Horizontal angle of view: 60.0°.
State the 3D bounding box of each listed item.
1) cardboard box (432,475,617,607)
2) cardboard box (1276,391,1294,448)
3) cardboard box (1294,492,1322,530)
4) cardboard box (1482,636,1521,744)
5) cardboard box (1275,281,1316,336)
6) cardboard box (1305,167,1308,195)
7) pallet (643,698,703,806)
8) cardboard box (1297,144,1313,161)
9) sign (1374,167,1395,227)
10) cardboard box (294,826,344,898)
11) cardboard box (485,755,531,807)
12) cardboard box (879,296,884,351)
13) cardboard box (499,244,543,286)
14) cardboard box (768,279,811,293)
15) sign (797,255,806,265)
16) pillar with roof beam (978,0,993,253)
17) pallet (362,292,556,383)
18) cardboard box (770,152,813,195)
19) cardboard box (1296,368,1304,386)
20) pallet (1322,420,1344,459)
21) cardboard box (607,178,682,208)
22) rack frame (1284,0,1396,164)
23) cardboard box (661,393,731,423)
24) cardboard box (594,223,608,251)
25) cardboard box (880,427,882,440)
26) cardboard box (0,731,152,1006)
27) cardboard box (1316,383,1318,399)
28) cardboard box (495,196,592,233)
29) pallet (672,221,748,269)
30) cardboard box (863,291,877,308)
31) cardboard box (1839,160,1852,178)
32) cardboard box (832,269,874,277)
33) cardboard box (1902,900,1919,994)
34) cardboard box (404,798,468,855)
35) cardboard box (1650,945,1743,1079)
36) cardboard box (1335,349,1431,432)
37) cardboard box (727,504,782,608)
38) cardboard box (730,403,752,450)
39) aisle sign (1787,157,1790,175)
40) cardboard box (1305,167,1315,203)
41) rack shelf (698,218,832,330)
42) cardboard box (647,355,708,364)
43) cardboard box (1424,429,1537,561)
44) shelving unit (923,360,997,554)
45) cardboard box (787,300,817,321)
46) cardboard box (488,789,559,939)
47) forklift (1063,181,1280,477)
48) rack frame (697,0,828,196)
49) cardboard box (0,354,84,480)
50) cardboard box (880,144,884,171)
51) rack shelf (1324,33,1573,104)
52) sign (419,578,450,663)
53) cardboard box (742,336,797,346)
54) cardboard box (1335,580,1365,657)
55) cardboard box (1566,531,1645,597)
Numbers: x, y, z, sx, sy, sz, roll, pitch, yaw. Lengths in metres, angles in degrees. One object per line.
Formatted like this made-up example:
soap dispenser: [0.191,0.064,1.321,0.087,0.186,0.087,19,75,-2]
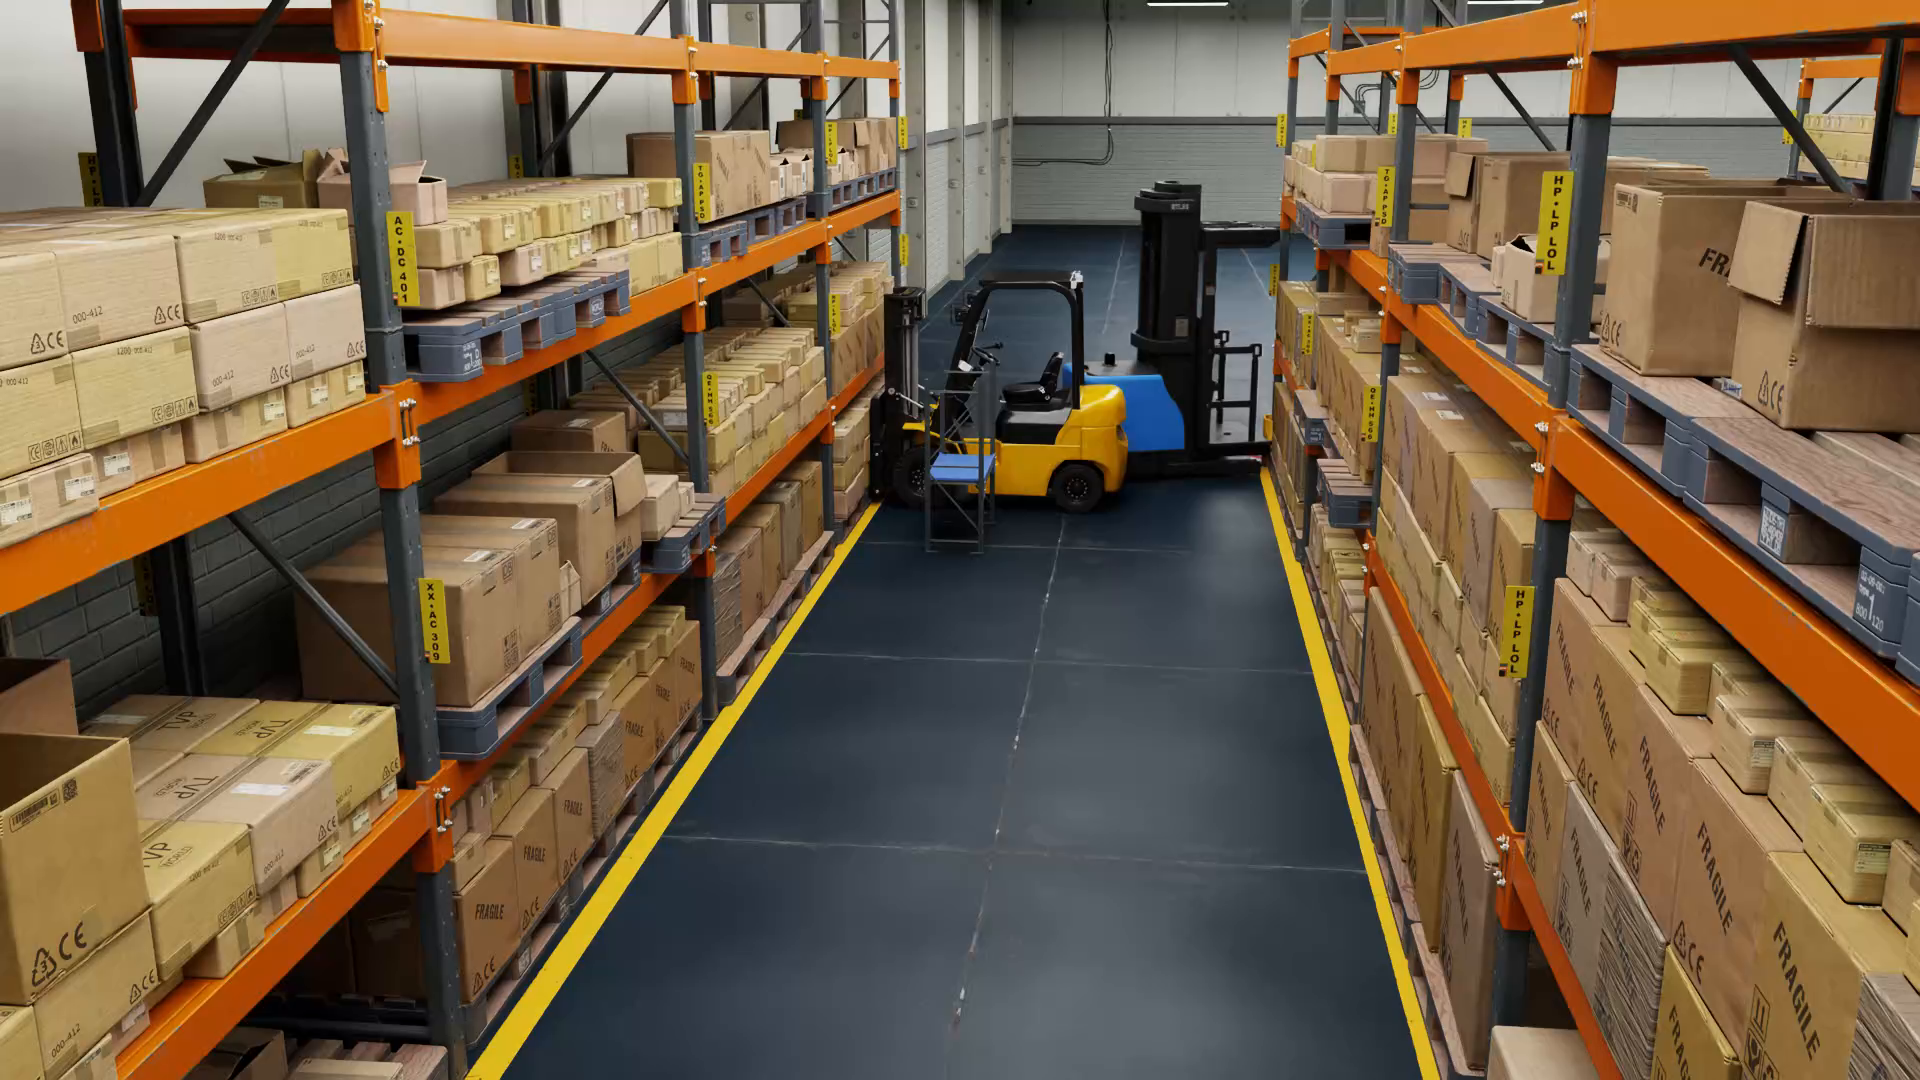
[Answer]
cardboard box: [-2.063,-0.004,7.933,0.700,0.500,0.500,2,15,6]
cardboard box: [3.377,-1.158,16.223,0.500,0.500,0.500,1,15,4]
cardboard box: [3.148,-0.262,14.349,0.500,0.250,0.500,2,15,9]
cardboard box: [2.254,0.559,6.179,0.500,0.250,0.500,2,15,6]
cardboard box: [3.471,-2.340,16.809,0.500,0.500,0.500,1,15,5]
cardboard box: [3.187,-2.998,13.975,0.500,0.250,0.500,1,15,5]
pallet: [-2.157,1.205,9.801,1.003,0.211,1.213,2,15,6]
cardboard box: [3.309,-3.564,15.305,0.380,0.149,0.250,2,15,8]
sign: [2.358,-1.902,9.214,0.100,0.325,0.005,2,15,6]
cardboard box: [-2.285,1.052,5.508,0.380,0.149,0.250,2,15,8]
cardboard box: [-2.192,1.097,7.600,0.380,0.149,0.250,1,15,5]
cardboard box: [-0.995,-2.187,16.812,0.500,0.500,0.500,2,15,8]
cardboard box: [-1.949,-1.137,6.860,0.380,0.149,0.250,2,15,7]
cardboard box: [-1.612,-2.364,15.652,0.380,0.149,0.250,2,15,8]
sign: [-1.683,-2.882,17.765,0.100,0.325,0.005,2,15,6]
pillar with roof beam: [4.879,-11.248,39.021,9.100,9.000,0.400,2,15,6]
pallet: [-2.343,-0.820,6.563,1.213,0.211,1.003,2,15,6]
cardboard box: [-1.423,-2.832,12.817,0.500,0.311,0.500,1,15,4]
cardboard box: [3.193,-1.460,14.798,0.380,0.149,0.250,1,15,5]
pallet: [3.080,-0.610,11.540,1.003,0.211,1.213,2,15,6]
cardboard box: [-1.780,-1.947,9.324,0.380,0.149,0.250,2,15,8]
rack frame: [3.800,-5.159,16.502,1.000,3.000,0.127,2,15,6]
cardboard box: [-1.678,-0.838,10.581,0.380,0.149,0.250,2,15,7]
cardboard box: [-2.002,-1.540,8.386,0.380,0.149,0.250,2,15,7]
cardboard box: [-1.042,-0.996,16.103,0.500,0.250,0.500,2,15,6]
cardboard box: [-2.450,0.809,4.203,0.500,0.500,0.500,2,15,8]
cardboard box: [2.972,-1.173,12.931,0.380,0.149,0.250,2,15,7]
cardboard box: [-1.902,-1.483,7.569,0.380,0.149,0.250,2,15,7]
pallet: [-2.047,-1.869,10.443,1.213,0.211,1.003,2,15,9]
cardboard box: [-1.014,-2.338,16.128,0.380,0.149,0.250,2,15,7]
cardboard box: [8.259,-3.380,15.154,0.380,0.149,0.250,2,15,6]
cardboard box: [-1.065,-2.618,16.595,0.380,0.149,0.250,2,15,7]
cardboard box: [1.856,0.743,2.816,0.380,0.149,0.250,2,15,8]
cardboard box: [-2.242,1.164,6.782,0.380,0.149,0.250,1,15,5]
cardboard box: [1.951,1.308,3.888,0.500,0.500,0.500,2,15,8]
cardboard box: [2.775,-0.974,10.953,0.500,0.500,0.500,1,15,2]
cardboard box: [-1.810,0.104,12.274,0.875,0.625,0.625,1,15,4]
cardboard box: [-1.685,-0.740,10.982,0.500,0.250,0.500,2,15,8]
aisle sign: [8.440,-3.426,16.604,0.394,0.787,0.004,2,15,6]
cardboard box: [2.884,-2.664,12.505,0.500,0.250,0.500,1,15,5]
rack shelf: [-1.810,-1.953,11.770,1.077,0.370,4.000,2,15,6]
cardboard box: [-2.055,-1.253,12.117,0.380,0.149,0.250,2,15,7]
cardboard box: [2.418,-0.205,7.567,0.500,0.500,0.500,2,15,7]
shelving unit: [0.010,-0.746,14.548,0.538,1.500,1.048,2,15,6]
cardboard box: [-1.253,-1.950,14.122,0.380,0.149,0.250,2,15,7]
cardboard box: [-2.158,1.451,7.535,0.500,0.500,0.500,1,15,6]
forklift: [2.633,-2.192,17.153,3.031,2.935,1.130,-3,15,-10]
rack frame: [-1.584,-4.267,13.202,1.000,3.000,0.127,2,15,6]
cardboard box: [-2.474,-0.285,3.939,0.500,0.250,0.500,1,15,5]
cardboard box: [-0.953,-3.753,16.309,0.396,0.266,0.258,2,15,6]
rack shelf: [3.123,-3.063,10.893,1.077,0.370,4.000,2,15,6]
sign: [-1.947,0.300,6.147,0.100,0.325,0.005,2,15,6]
cardboard box: [-1.493,-1.508,13.058,0.380,0.149,0.250,2,15,6]
cardboard box: [3.046,0.540,11.149,0.950,0.372,0.625,1,15,5]
cardboard box: [2.152,0.079,5.272,0.380,0.149,0.250,1,15,5]
